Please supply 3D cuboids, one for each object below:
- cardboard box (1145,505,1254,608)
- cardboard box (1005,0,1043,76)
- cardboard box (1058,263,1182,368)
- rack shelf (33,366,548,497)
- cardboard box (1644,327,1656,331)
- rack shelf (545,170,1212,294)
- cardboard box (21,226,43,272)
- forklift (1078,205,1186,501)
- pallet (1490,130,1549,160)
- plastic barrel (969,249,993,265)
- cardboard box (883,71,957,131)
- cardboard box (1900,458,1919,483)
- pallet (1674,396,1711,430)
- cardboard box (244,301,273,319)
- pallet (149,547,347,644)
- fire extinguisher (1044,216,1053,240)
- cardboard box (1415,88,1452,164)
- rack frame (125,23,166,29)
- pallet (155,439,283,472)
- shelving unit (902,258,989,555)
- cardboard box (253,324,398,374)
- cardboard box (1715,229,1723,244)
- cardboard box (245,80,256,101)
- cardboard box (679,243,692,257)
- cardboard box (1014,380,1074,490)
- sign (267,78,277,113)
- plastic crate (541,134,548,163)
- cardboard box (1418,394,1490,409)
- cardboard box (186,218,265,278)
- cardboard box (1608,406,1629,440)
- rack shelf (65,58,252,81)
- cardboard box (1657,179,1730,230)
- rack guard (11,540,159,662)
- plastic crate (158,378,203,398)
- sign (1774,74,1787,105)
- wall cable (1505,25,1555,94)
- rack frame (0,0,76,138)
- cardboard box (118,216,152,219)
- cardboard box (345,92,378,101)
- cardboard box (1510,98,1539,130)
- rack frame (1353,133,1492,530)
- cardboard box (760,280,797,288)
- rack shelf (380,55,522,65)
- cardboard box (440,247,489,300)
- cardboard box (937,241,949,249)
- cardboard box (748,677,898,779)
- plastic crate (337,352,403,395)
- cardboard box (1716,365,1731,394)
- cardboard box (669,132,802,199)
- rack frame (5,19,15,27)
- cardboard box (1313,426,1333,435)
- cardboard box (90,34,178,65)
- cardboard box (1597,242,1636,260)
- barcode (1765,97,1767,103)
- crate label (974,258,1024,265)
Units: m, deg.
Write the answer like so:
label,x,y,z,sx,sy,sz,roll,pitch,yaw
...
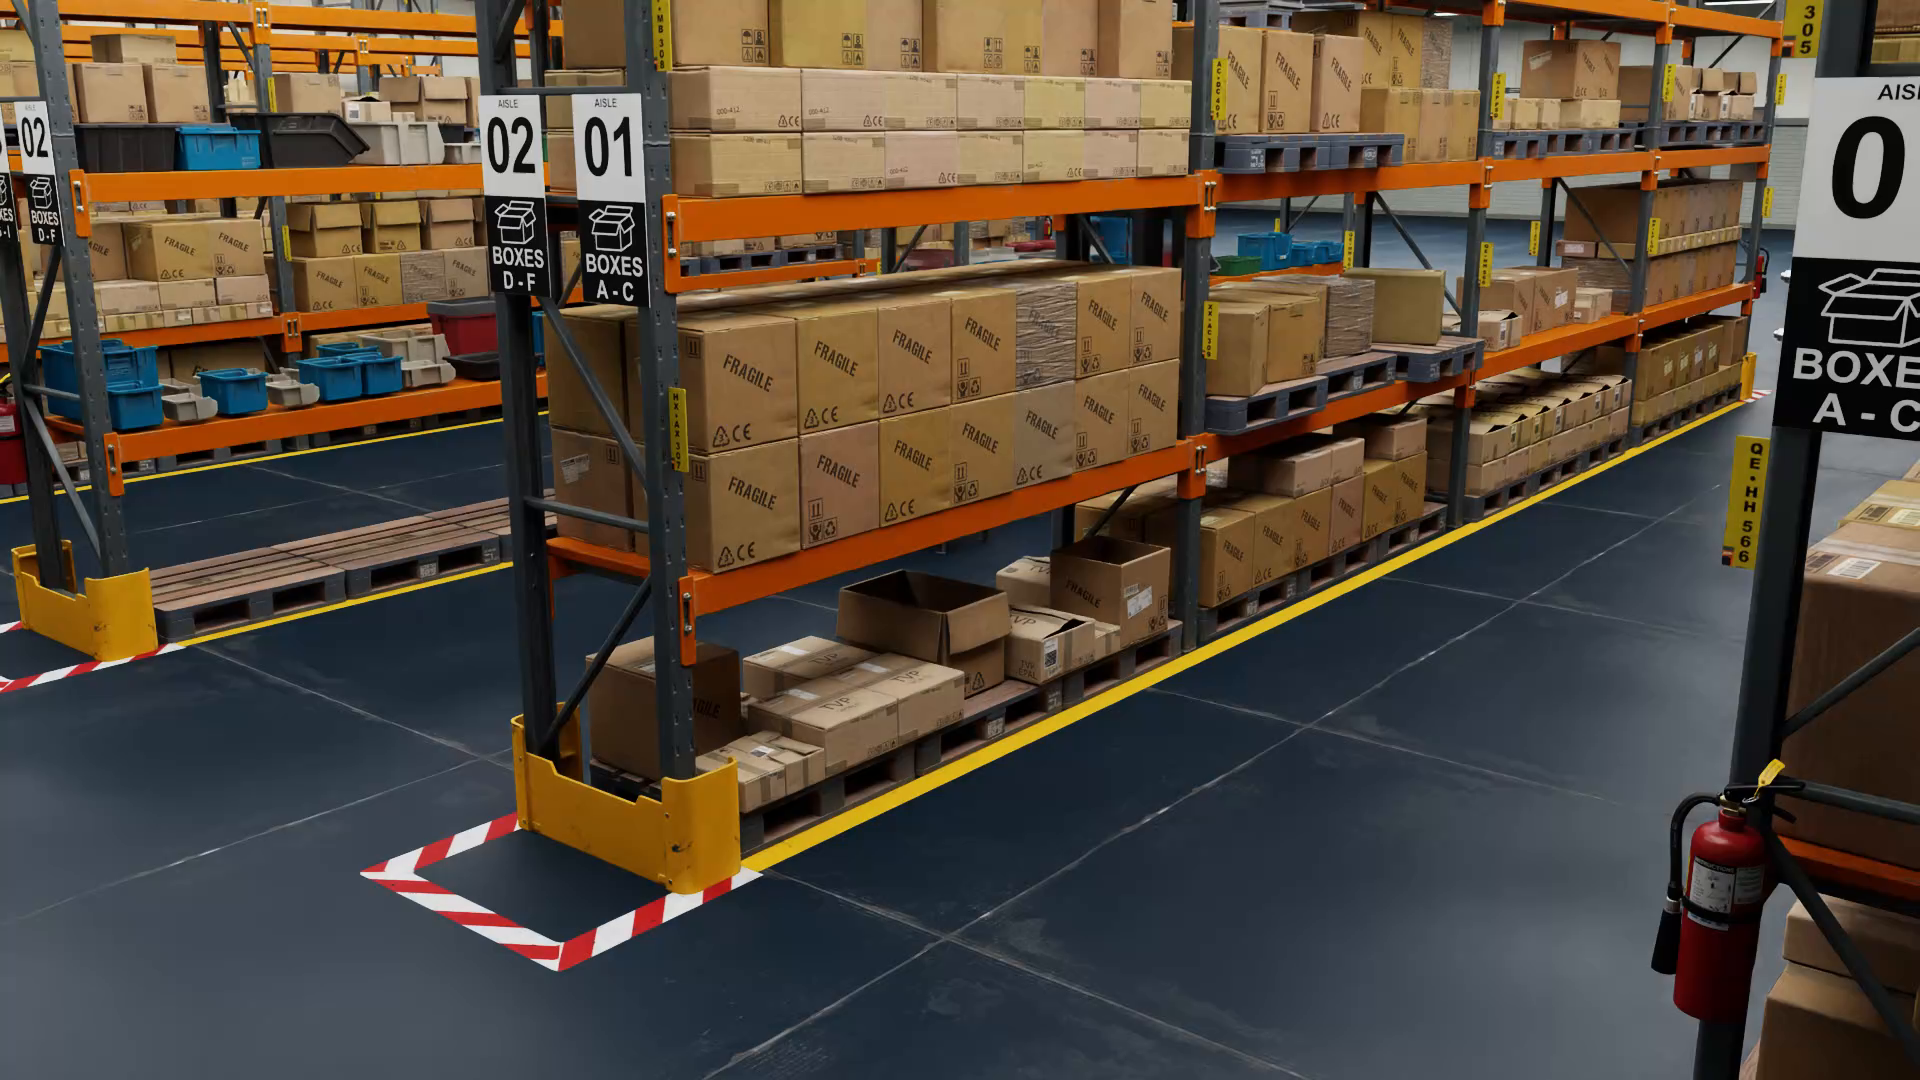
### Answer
label,x,y,z,sx,sy,sz,roll,pitch,yaw
cardboard box,1.490,0.085,10.379,0.500,0.500,0.500,10,18,35
cardboard box,-0.013,-2.575,8.343,0.700,0.500,0.500,11,18,38
cardboard box,0.880,-1.254,9.234,0.500,0.500,0.500,11,18,38
rack shelf,-4.111,-0.894,11.510,1.077,0.370,4.000,11,18,38
cardboard box,7.084,-2.035,17.752,0.500,0.500,0.500,11,18,38
rack shelf,-0.260,-1.580,8.120,1.077,0.370,4.000,11,18,38
cardboard box,-10.585,-3.235,18.458,0.500,0.500,0.500,11,18,38
forklift,1.552,-2.028,14.653,1.130,2.935,3.031,9,17,32
pallet,3.868,-3.130,13.144,1.213,0.211,1.003,12,19,40
plastic barrel,0.141,-2.676,16.836,0.421,0.512,0.421,0,14,0
cardboard box,-0.363,-1.965,7.463,0.500,0.250,0.500,11,18,38
cardboard box,3.586,0.143,5.357,0.980,0.700,0.700,10,17,35
pallet,7.324,-1.419,17.781,1.003,0.211,1.213,11,18,38
cardboard box,-6.643,-2.161,15.548,0.380,0.149,0.250,11,18,38
pallet,-4.819,0.340,10.855,1.003,0.211,1.213,11,18,38
fire extinguisher,1.267,-4.603,24.808,0.296,0.674,0.183,11,18,38
cardboard box,2.942,-2.940,11.809,0.910,0.500,0.500,11,18,38
rack frame,-11.900,-7.599,24.260,1.000,3.000,0.127,11,18,38
pallet,-7.245,-0.907,15.764,1.003,0.211,1.213,11,18,38
shelving unit,-0.104,-0.986,12.240,0.431,2.100,0.503,11,18,38
cardboard box,-6.319,-1.691,16.651,1.225,0.875,0.875,11,18,38
cardboard box,7.963,-3.269,17.879,0.380,0.149,0.250,12,18,38
cardboard box,-8.909,-5.630,20.841,0.396,0.266,0.258,11,18,38
cardboard box,-3.611,-3.642,19.811,0.500,0.500,0.700,-13,19,-41
cardboard box,0.238,-0.574,8.585,0.500,0.500,0.500,12,18,39
sign,-6.273,-4.049,15.166,0.100,0.325,0.005,11,18,38
plastic crate,-2.885,-2.849,12.082,0.450,0.188,0.662,11,18,38
cardboard box,4.290,-1.102,14.461,0.500,0.311,0.500,11,18,37
cardboard box,-6.787,-2.697,15.326,0.500,0.500,0.500,12,19,39
cardboard box,5.990,-1.137,15.737,0.500,0.250,0.500,11,18,37
rack shelf,-14.506,-8.207,28.926,1.077,0.370,4.000,11,18,38
cardboard box,7.876,-3.634,17.999,0.700,0.500,0.500,11,18,36
rack guard,-5.373,0.359,10.195,1.175,0.500,0.348,11,18,38
plastic crate,-4.996,-0.945,10.664,0.396,0.136,0.243,11,18,38
sign,8.952,-4.914,18.145,0.100,0.325,0.005,11,18,38
wall cable,17.236,-16.186,51.153,2.305,6.003,0.169,11,18,38
rack frame,-5.368,-3.767,9.175,1.000,3.000,0.127,11,18,38
cardboard box,-9.903,-3.807,19.966,0.380,0.149,0.250,11,18,37
cardboard box,-9.651,-7.154,27.035,0.500,0.250,0.500,12,18,39
cardboard box,4.436,-3.515,13.729,0.500,0.250,0.500,11,18,36
rack frame,3.511,-1.624,12.924,1.000,3.000,0.127,11,18,38
cardboard box,-3.333,-4.511,27.748,0.875,0.875,0.875,11,18,38
rack shelf,-8.129,-8.398,28.872,1.077,0.370,4.000,11,18,38
cardboard box,-5.272,-2.782,17.278,0.500,0.500,0.500,12,18,39
cardboard box,-0.376,-4.086,23.126,0.380,0.149,0.250,11,18,38
cardboard box,-0.641,0.871,7.792,0.500,0.250,0.500,11,18,38
plastic crate,-3.940,-1.113,11.131,0.416,0.233,0.300,11,18,38
cardboard box,8.127,-1.781,18.273,0.500,0.250,0.500,11,18,38
cardboard box,-0.997,-1.532,6.775,0.500,0.250,0.500,11,18,38
rack frame,-15.763,-8.367,27.281,1.000,3.000,0.127,11,18,38
cardboard box,3.003,-0.583,13.009,0.500,0.500,0.500,12,19,40
cardboard box,-7.302,-4.330,14.703,0.500,0.250,0.500,10,17,34
cardboard box,6.344,-2.775,15.932,0.380,0.149,0.250,11,18,37
barcode,8.724,-4.759,17.993,0.001,0.075,0.075,11,18,38
crate label,0.495,-2.557,16.524,0.502,0.435,0.616,11,18,38
